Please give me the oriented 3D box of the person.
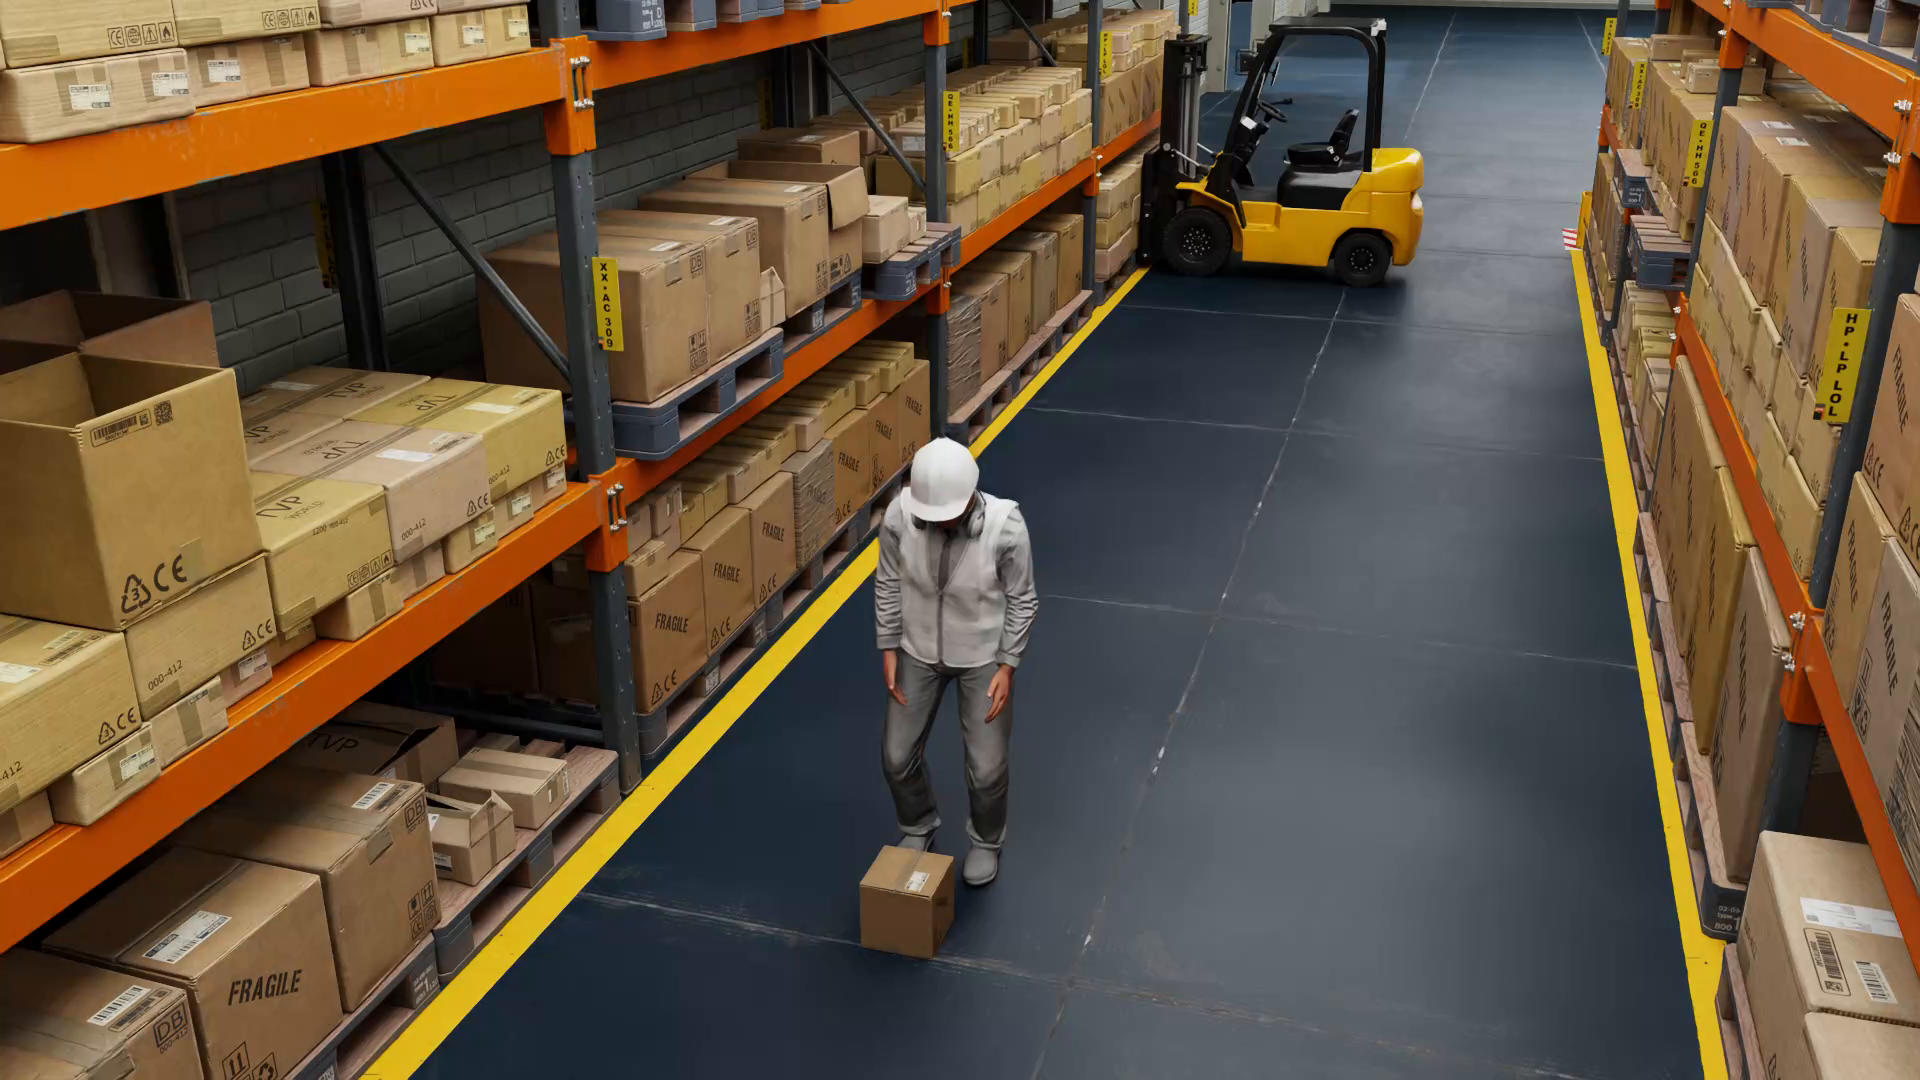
[{"bbox_3d":[-0.013,0.403,5.705,0.574,1.665,0.559,7,23,17],"label":"person"}]
